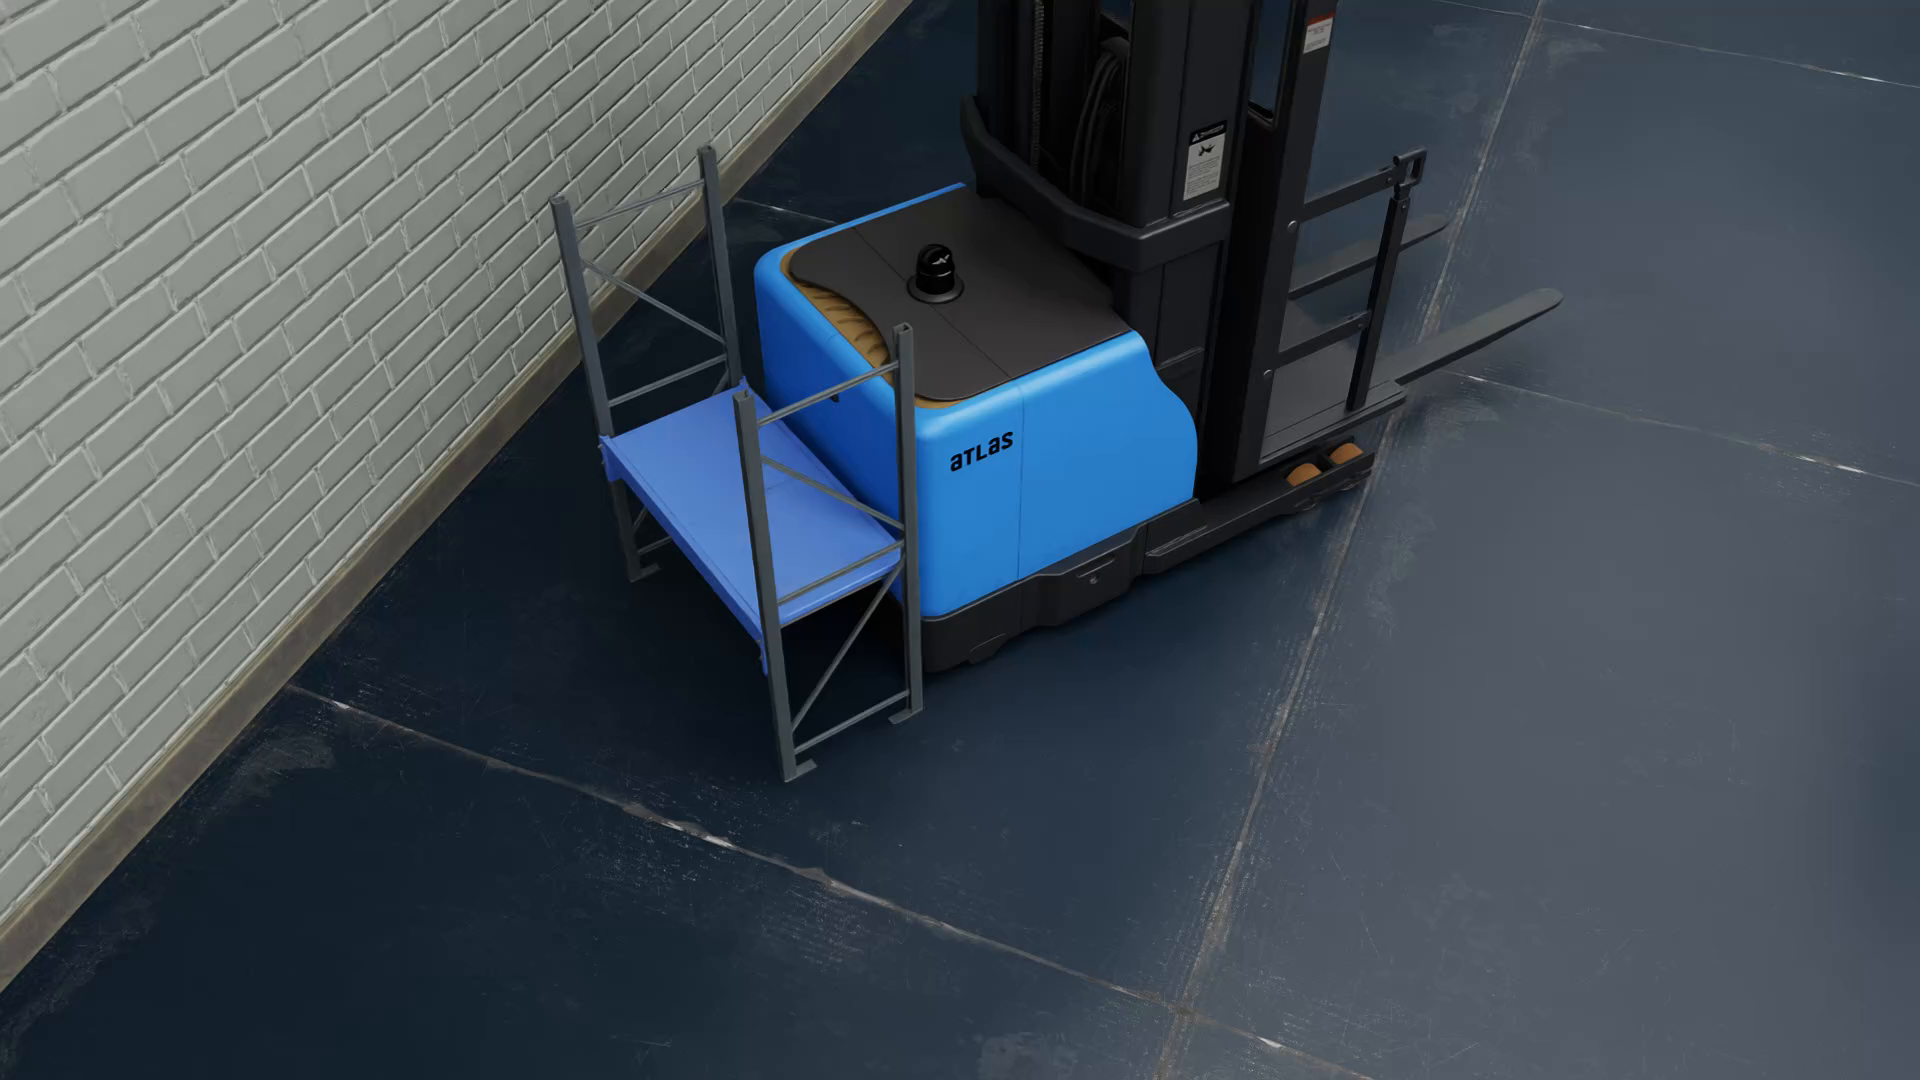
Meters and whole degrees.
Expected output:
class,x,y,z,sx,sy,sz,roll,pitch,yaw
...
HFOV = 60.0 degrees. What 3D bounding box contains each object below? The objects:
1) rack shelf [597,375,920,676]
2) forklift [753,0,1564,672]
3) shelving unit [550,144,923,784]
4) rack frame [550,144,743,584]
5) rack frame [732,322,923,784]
class,x,y,z,sx,sy,sz,roll,pitch,yaw
rack shelf,-0.621,-0.073,5.015,0.538,0.185,1.000,-26,51,-24
forklift,0.864,-1.432,5.112,3.031,2.935,1.130,-24,50,-23
shelving unit,-0.621,-0.200,4.888,0.538,1.500,1.048,-26,51,-24
rack frame,-0.912,-0.494,5.183,0.500,1.500,0.032,-26,51,-24
rack frame,-0.330,0.094,4.592,0.500,1.500,0.032,-26,51,-24
